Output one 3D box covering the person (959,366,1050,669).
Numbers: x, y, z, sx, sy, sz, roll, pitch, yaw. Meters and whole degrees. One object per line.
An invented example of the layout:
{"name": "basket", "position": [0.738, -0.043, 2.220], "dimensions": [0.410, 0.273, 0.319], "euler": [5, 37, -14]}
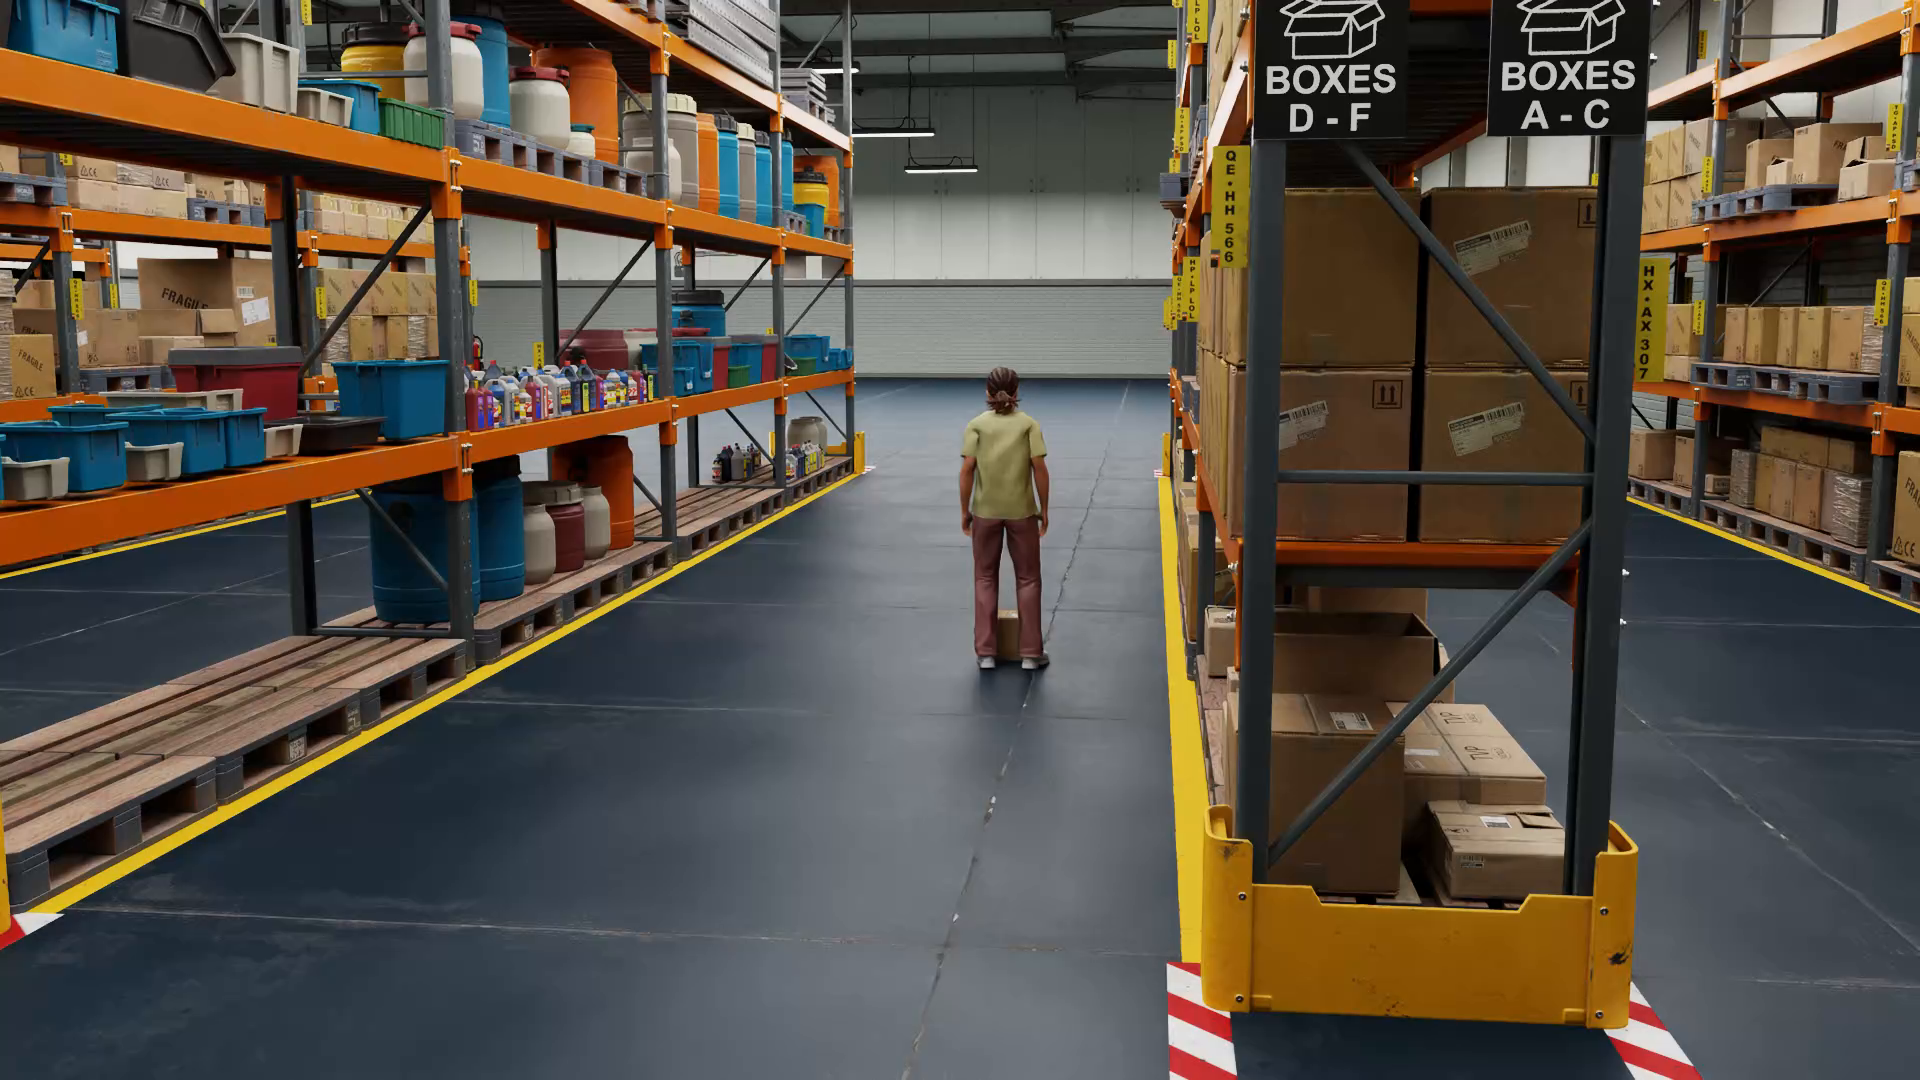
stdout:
{"name": "person", "position": [0.249, -0.123, 9.218], "dimensions": [0.501, 1.672, 0.363], "euler": [1, 8, 5]}
